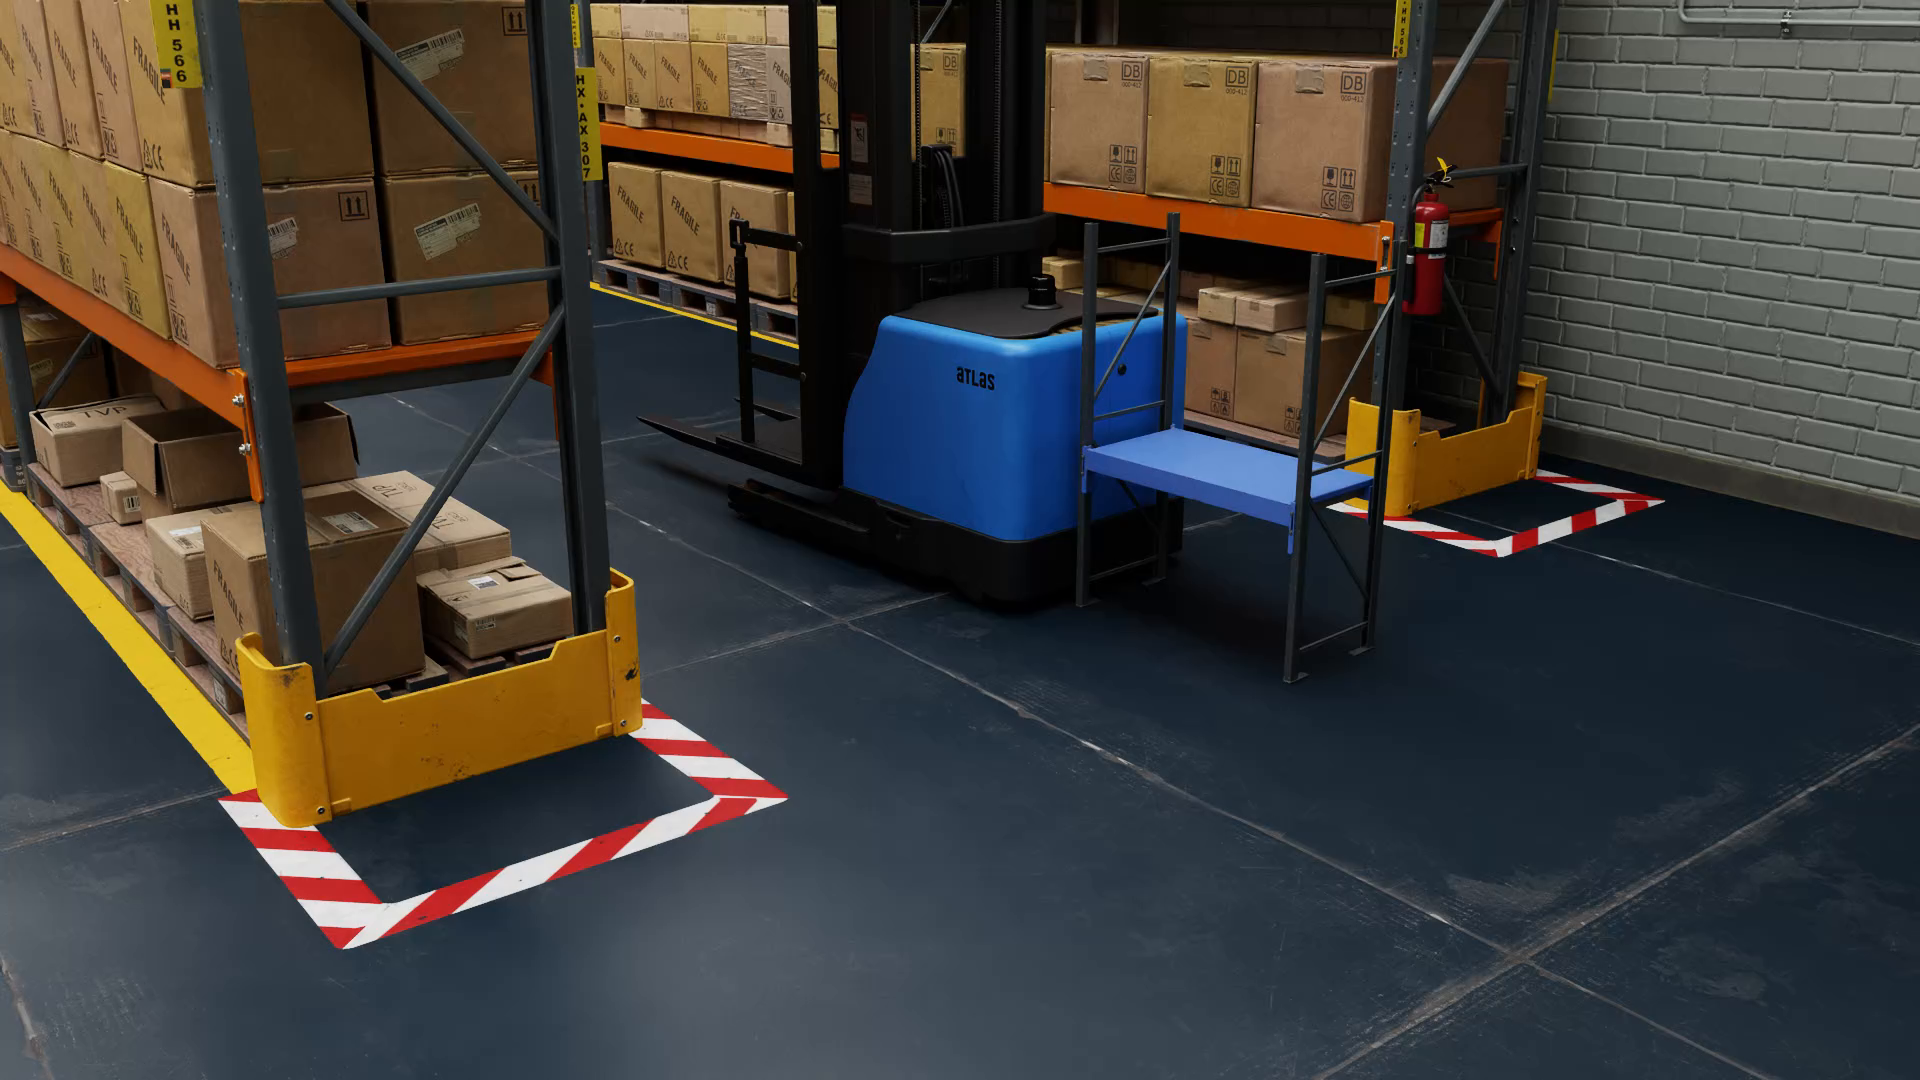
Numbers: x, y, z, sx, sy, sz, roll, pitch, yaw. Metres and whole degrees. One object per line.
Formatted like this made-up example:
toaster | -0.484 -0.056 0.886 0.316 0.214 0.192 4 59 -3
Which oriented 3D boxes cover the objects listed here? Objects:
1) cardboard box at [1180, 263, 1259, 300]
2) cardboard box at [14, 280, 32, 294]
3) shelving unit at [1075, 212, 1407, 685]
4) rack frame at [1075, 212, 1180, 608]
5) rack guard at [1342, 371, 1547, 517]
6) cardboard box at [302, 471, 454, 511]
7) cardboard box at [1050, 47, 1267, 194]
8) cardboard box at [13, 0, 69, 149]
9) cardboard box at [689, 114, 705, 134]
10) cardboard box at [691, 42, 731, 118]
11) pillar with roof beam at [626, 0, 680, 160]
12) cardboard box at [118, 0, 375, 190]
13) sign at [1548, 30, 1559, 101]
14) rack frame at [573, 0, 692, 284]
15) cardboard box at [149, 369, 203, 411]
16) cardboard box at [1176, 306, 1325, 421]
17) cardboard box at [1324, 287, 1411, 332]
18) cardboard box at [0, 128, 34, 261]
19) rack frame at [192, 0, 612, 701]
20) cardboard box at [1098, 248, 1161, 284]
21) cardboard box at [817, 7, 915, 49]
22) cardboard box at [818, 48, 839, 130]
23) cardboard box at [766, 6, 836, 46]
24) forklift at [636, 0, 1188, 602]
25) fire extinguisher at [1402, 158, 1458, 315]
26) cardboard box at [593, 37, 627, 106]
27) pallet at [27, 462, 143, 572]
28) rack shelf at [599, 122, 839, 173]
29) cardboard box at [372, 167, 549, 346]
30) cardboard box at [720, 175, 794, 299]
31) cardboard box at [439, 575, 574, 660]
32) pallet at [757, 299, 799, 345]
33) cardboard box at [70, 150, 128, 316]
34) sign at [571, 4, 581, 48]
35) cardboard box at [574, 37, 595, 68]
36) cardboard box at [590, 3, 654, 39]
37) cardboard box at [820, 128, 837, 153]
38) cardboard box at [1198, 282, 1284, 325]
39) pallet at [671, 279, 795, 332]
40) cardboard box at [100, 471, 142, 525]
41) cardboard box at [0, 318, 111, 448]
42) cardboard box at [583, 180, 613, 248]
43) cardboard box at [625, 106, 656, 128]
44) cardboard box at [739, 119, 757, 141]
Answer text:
cardboard box | 1.431 -1.414 9.137 0.380 0.149 0.250 -14 23 -35
cardboard box | -5.486 -1.161 9.373 0.500 0.500 0.500 -15 23 -38
shelving unit | 0.992 -0.379 6.122 0.538 1.500 1.048 -16 24 -39
rack frame | 0.652 -0.498 6.481 0.500 1.500 0.032 -16 24 -39
rack guard | 2.354 -0.491 8.049 1.175 0.500 0.348 -14 23 -36
cardboard box | -2.278 -0.055 6.430 0.500 0.250 0.500 -14 23 -36
cardboard box | 1.088 -2.316 9.108 0.980 0.700 0.700 -15 24 -39
cardboard box | -2.993 -1.671 5.888 0.500 0.500 0.500 -13 22 -34
cardboard box | -1.785 -3.107 12.341 0.380 0.149 0.250 -14 23 -35
cardboard box | -1.573 -3.303 11.901 0.500 0.500 0.500 -13 22 -35
pillar with roof beam | -6.132 -6.151 11.624 9.100 9.000 0.400 -14 23 -36
cardboard box | -2.034 -1.294 4.747 0.500 0.500 0.500 -14 23 -37
sign | 2.778 -2.239 7.848 0.100 0.325 0.005 -14 23 -36
rack frame | -2.628 -3.654 13.627 1.000 3.000 0.127 -14 23 -36
cardboard box | -3.449 -0.638 7.795 0.500 0.500 0.500 -14 23 -36
cardboard box | 1.515 -0.972 8.835 0.700 0.500 0.500 -14 23 -36
cardboard box | 2.060 -1.165 8.385 0.380 0.149 0.250 -14 23 -36
cardboard box | -3.602 -1.444 6.793 0.500 0.500 0.500 -13 23 -35
rack frame | -1.542 -0.715 4.751 1.000 3.000 0.127 -14 23 -36
cardboard box | 0.954 -1.603 9.708 0.380 0.149 0.250 -14 23 -36
cardboard box | -0.635 -3.288 10.664 0.500 0.250 0.500 -13 23 -35
cardboard box | -0.629 -2.932 10.780 0.500 0.500 0.500 -14 23 -37
cardboard box | -0.945 -3.416 11.050 0.500 0.250 0.500 -13 23 -35
forklift | -0.417 -1.538 7.343 1.130 2.935 3.031 -16 24 -39
fire extinguisher | 2.071 -1.342 7.360 0.296 0.674 0.183 -14 23 -36
cardboard box | -2.527 -3.683 13.049 0.500 0.500 0.500 -13 22 -35
pallet | -3.600 -0.208 7.654 1.003 0.211 1.213 -14 23 -36
rack shelf | -1.387 -2.820 12.252 1.077 0.370 4.000 -14 23 -36
cardboard box | -1.611 -0.924 5.221 0.500 0.500 0.500 -13 23 -35
cardboard box | -1.204 -2.201 11.989 0.750 0.750 0.750 -13 22 -34
cardboard box | -1.533 0.259 5.644 0.380 0.149 0.250 -14 23 -36
pallet | -0.683 -1.520 11.618 1.003 0.211 1.213 -14 23 -36
cardboard box | -2.664 -1.071 5.667 0.500 0.500 0.500 -14 23 -36
sign | -3.048 -4.058 13.131 0.100 0.325 0.005 -14 23 -36
cardboard box | -2.928 -4.025 13.886 0.500 0.500 0.700 17 25 42
cardboard box | -2.531 -4.039 12.932 0.500 0.250 0.500 -13 23 -35
cardboard box | -0.752 -2.645 10.945 0.380 0.149 0.250 -13 23 -35
cardboard box | 1.444 -1.216 8.538 0.380 0.149 0.250 -13 22 -35
pallet | -1.445 -1.821 12.527 1.003 0.211 1.213 -14 23 -36
cardboard box | -3.390 -0.208 7.026 0.380 0.166 0.250 -14 23 -36
cardboard box | -4.557 -0.789 8.250 0.500 0.500 0.500 -14 23 -36
cardboard box | -3.116 -2.844 14.456 0.700 0.500 0.500 -14 23 -35
cardboard box | -2.357 -3.273 12.841 0.380 0.149 0.250 -13 22 -34
cardboard box | -1.331 -2.909 11.743 0.380 0.149 0.250 -15 23 -38
